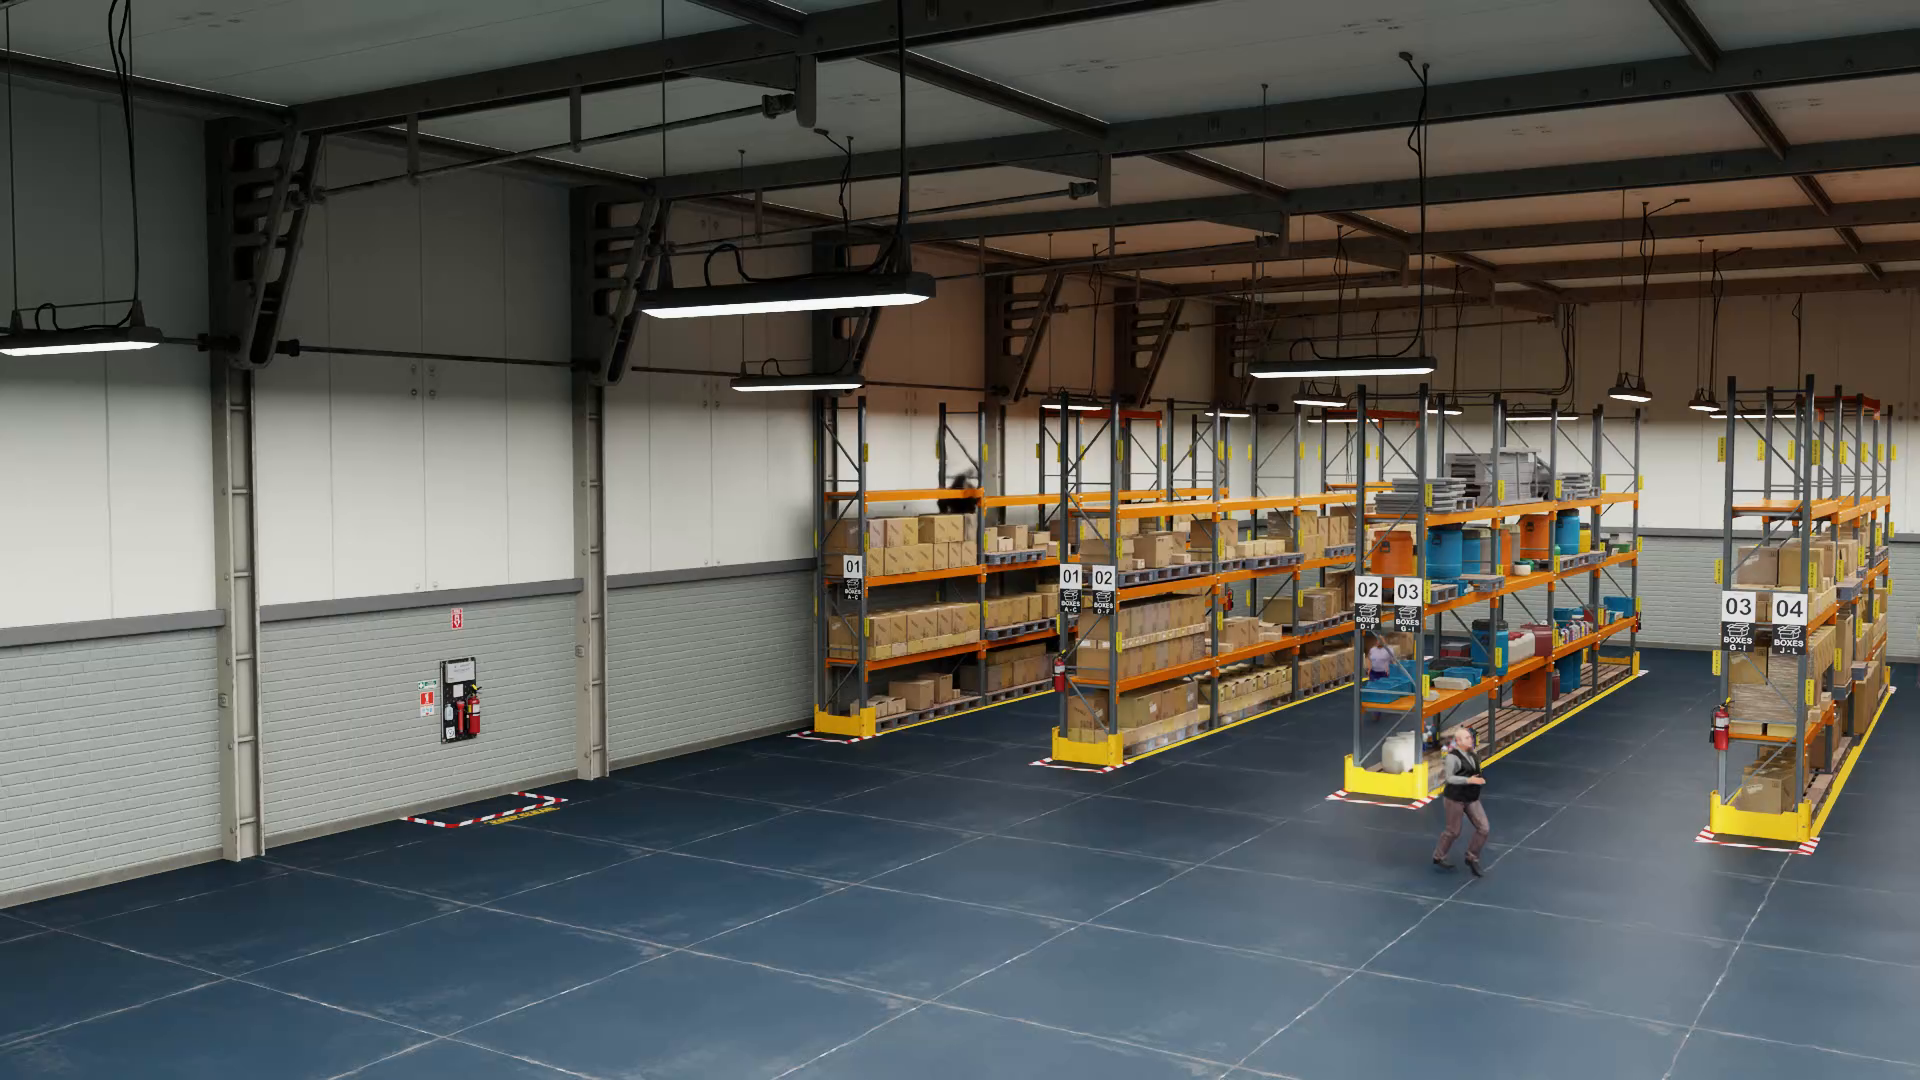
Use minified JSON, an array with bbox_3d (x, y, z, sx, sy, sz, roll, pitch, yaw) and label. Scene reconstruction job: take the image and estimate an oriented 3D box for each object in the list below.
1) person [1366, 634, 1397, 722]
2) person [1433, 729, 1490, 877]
[{"bbox_3d":[7.889,2.576,31.177,0.608,1.621,0.670,2,3,31],"label":"person"},{"bbox_3d":[5.967,3.115,19.700,0.609,1.759,0.786,-2,3,-31],"label":"person"}]
